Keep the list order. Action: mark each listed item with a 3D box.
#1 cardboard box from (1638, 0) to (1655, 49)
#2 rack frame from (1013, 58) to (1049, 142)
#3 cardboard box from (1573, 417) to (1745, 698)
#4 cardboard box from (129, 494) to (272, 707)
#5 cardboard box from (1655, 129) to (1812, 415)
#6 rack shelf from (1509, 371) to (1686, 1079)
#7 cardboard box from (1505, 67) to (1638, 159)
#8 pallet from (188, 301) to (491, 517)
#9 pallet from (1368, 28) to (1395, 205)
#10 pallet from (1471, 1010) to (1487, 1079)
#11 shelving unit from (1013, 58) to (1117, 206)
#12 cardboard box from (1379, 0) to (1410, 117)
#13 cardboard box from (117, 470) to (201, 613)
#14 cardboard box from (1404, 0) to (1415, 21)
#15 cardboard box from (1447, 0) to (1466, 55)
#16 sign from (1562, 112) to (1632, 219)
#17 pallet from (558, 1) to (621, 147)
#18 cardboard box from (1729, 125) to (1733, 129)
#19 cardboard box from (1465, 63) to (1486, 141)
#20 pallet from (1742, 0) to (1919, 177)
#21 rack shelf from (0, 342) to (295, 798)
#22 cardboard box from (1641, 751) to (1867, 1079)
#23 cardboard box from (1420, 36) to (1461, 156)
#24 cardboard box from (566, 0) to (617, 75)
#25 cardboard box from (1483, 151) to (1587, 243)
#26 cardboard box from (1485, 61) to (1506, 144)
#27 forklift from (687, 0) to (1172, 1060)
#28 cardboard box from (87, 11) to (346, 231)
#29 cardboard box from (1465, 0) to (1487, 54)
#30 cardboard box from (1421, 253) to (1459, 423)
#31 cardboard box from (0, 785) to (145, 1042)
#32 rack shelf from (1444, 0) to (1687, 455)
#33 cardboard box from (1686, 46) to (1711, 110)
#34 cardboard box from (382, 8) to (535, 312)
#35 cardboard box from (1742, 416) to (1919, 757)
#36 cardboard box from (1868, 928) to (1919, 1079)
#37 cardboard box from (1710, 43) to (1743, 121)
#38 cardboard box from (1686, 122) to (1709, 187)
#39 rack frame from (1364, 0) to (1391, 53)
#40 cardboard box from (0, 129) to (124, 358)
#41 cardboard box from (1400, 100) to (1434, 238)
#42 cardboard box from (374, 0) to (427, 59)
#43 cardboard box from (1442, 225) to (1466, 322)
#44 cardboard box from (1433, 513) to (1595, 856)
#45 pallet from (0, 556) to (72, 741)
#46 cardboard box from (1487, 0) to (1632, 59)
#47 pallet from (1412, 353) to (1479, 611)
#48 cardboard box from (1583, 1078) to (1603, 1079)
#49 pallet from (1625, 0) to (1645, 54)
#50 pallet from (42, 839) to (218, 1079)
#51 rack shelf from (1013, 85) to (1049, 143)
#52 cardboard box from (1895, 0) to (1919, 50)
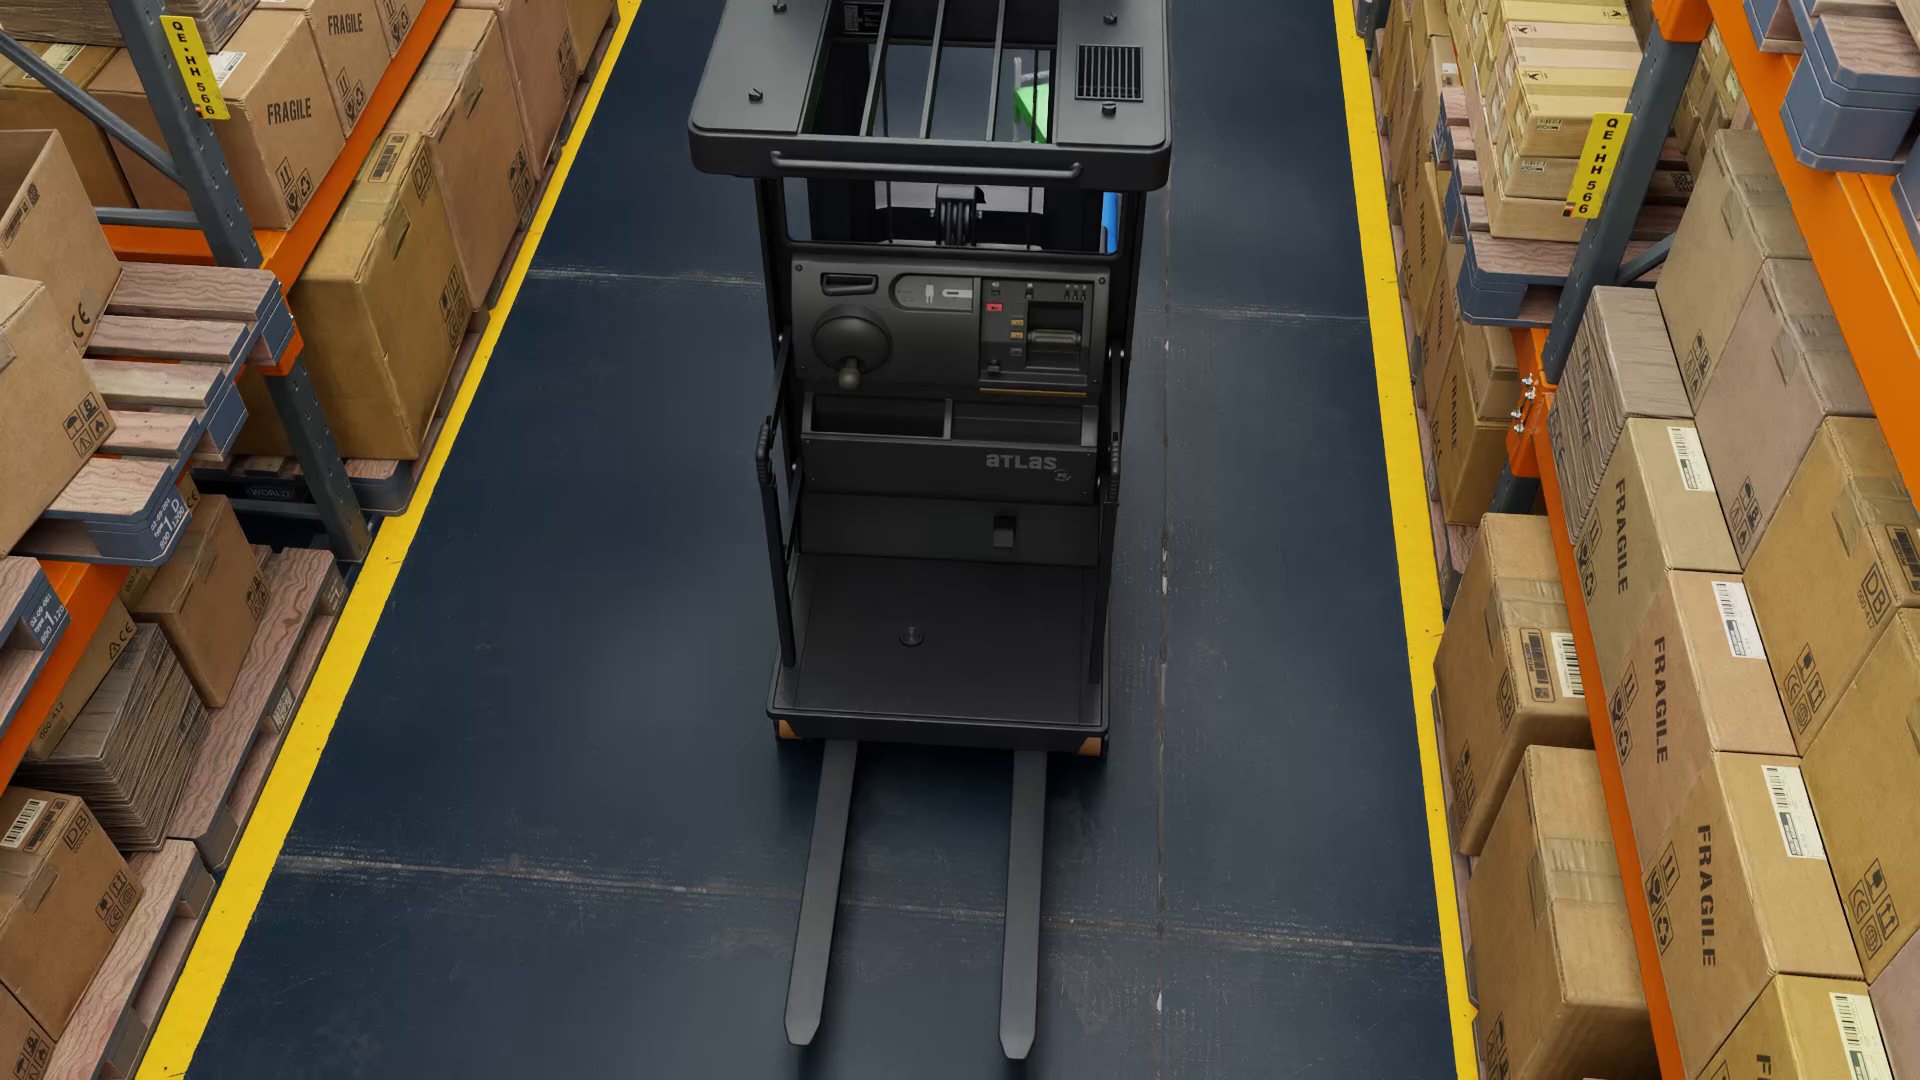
[{"bbox_3d":[2.559,-1.753,5.706,0.380,0.149,0.250,5,48,5],"label":"cardboard box"},{"bbox_3d":[0.327,-1.433,6.748,0.240,1.200,0.015,-13,49,-12],"label":"rack frame"},{"bbox_3d":[1.870,0.061,4.094,0.500,0.500,0.500,3,48,3],"label":"cardboard box"},{"bbox_3d":[-2.748,0.190,5.439,0.700,0.500,0.500,2,48,1],"label":"cardboard box"},{"bbox_3d":[2.172,-0.633,4.051,0.700,0.500,0.500,4,48,3],"label":"cardboard box"},{"bbox_3d":[2.041,1.122,3.679,1.077,0.370,4.000,4,48,4],"label":"rack shelf"},{"bbox_3d":[1.811,-1.240,4.833,0.380,0.149,0.250,2,48,2],"label":"cardboard box"},{"bbox_3d":[-2.560,-0.632,6.685,1.003,0.211,1.213,4,48,4],"label":"pallet"},{"bbox_3d":[2.518,-2.017,7.952,1.003,0.211,1.213,4,48,4],"label":"pallet"},{"bbox_3d":[1.963,1.819,4.444,1.003,0.211,1.213,4,48,4],"label":"pallet"},{"bbox_3d":[0.400,-1.261,6.591,0.258,1.200,0.503,-13,49,-12],"label":"shelving unit"},{"bbox_3d":[2.256,-2.303,7.733,0.500,0.500,0.500,6,48,5],"label":"cardboard box"},{"bbox_3d":[-2.738,-0.062,5.162,0.500,0.250,0.500,6,48,5],"label":"cardboard box"},{"bbox_3d":[2.257,-2.556,7.456,0.500,0.250,0.500,2,48,2],"label":"cardboard box"},{"bbox_3d":[1.907,-1.793,5.743,0.380,0.149,0.250,2,48,2],"label":"cardboard box"},{"bbox_3d":[1.682,-0.984,4.387,0.100,0.325,0.005,4,48,4],"label":"sign"},{"bbox_3d":[-2.338,-2.425,8.325,1.003,0.211,1.213,4,48,4],"label":"pallet"},{"bbox_3d":[2.467,-1.090,4.898,0.380,0.149,0.250,6,48,5],"label":"cardboard box"},{"bbox_3d":[1.858,-1.413,5.395,0.380,0.149,0.250,5,48,4],"label":"cardboard box"},{"bbox_3d":[2.217,-1.063,3.284,1.213,0.211,1.003,6,48,5],"label":"pallet"},{"bbox_3d":[-2.889,0.714,4.052,1.077,0.370,4.000,4,48,4],"label":"rack shelf"},{"bbox_3d":[1.776,0.797,3.420,0.500,0.500,0.500,3,48,3],"label":"cardboard box"},{"bbox_3d":[2.160,-1.790,6.756,0.500,0.250,0.500,6,48,5],"label":"cardboard box"},{"bbox_3d":[-2.381,-2.891,8.017,1.225,0.875,0.875,4,48,4],"label":"cardboard box"},{"bbox_3d":[1.810,-1.041,5.055,0.380,0.149,0.250,5,48,4],"label":"cardboard box"},{"bbox_3d":[1.837,-1.338,5.125,0.380,0.149,0.250,5,48,5],"label":"cardboard box"},{"bbox_3d":[-0.043,-0.525,4.744,1.130,2.935,3.031,3,48,3],"label":"forklift"},{"bbox_3d":[-2.392,-1.371,5.404,0.500,0.500,0.500,5,48,5],"label":"cardboard box"},{"bbox_3d":[1.882,-1.715,5.470,0.380,0.149,0.250,4,48,4],"label":"cardboard box"},{"bbox_3d":[2.074,-0.771,6.332,0.500,0.500,0.500,6,48,5],"label":"cardboard box"},{"bbox_3d":[-2.831,1.016,4.684,0.700,0.500,0.500,7,48,7],"label":"cardboard box"},{"bbox_3d":[2.405,-1.818,6.367,1.077,0.370,4.000,4,48,4],"label":"rack shelf"},{"bbox_3d":[2.511,-1.486,5.260,0.380,0.149,0.250,3,48,2],"label":"cardboard box"},{"bbox_3d":[-2.534,-1.584,6.821,1.225,0.875,0.875,4,48,4],"label":"cardboard box"},{"bbox_3d":[2.083,0.116,3.366,0.700,0.500,0.500,3,48,3],"label":"cardboard box"},{"bbox_3d":[1.989,0.863,2.683,0.700,0.500,0.500,4,48,4],"label":"cardboard box"},{"bbox_3d":[2.480,-1.373,4.955,0.380,0.149,0.250,3,48,2],"label":"cardboard box"},{"bbox_3d":[2.490,-1.160,5.164,0.380,0.149,0.250,6,48,5],"label":"cardboard box"},{"bbox_3d":[2.588,-3.530,7.446,1.000,3.000,0.127,4,48,4],"label":"rack frame"},{"bbox_3d":[-2.716,-0.775,4.573,0.500,0.500,0.500,-1,48,-1],"label":"cardboard box"},{"bbox_3d":[2.175,-1.528,7.025,0.500,0.500,0.500,5,48,4],"label":"cardboard box"},{"bbox_3d":[-2.304,-2.127,6.095,0.500,0.500,0.500,3,48,3],"label":"cardboard box"},{"bbox_3d":[2.060,-1.034,6.064,0.500,0.250,0.500,4,48,4],"label":"cardboard box"},{"bbox_3d":[2.078,0.468,5.029,1.050,0.750,0.750,3,48,3],"label":"cardboard box"},{"bbox_3d":[-2.847,0.523,3.868,1.003,0.211,1.213,4,48,4],"label":"pallet"},{"bbox_3d":[1.860,-1.616,5.178,0.380,0.149,0.250,5,48,5],"label":"cardboard box"},{"bbox_3d":[2.296,-0.224,6.312,1.003,0.211,1.213,4,48,4],"label":"pallet"},{"bbox_3d":[1.917,1.795,3.815,1.050,0.750,0.750,4,48,4],"label":"cardboard box"},{"bbox_3d":[2.363,-1.984,6.161,1.003,0.211,1.213,4,48,4],"label":"pallet"},{"bbox_3d":[-2.893,1.411,4.817,1.003,0.211,1.213,4,48,4],"label":"pallet"},{"bbox_3d":[0.400,-1.542,6.284,0.258,0.148,0.480,-13,49,-12],"label":"rack shelf"},{"bbox_3d":[1.892,-0.843,2.705,0.500,0.250,0.500,5,48,5],"label":"cardboard box"}]
